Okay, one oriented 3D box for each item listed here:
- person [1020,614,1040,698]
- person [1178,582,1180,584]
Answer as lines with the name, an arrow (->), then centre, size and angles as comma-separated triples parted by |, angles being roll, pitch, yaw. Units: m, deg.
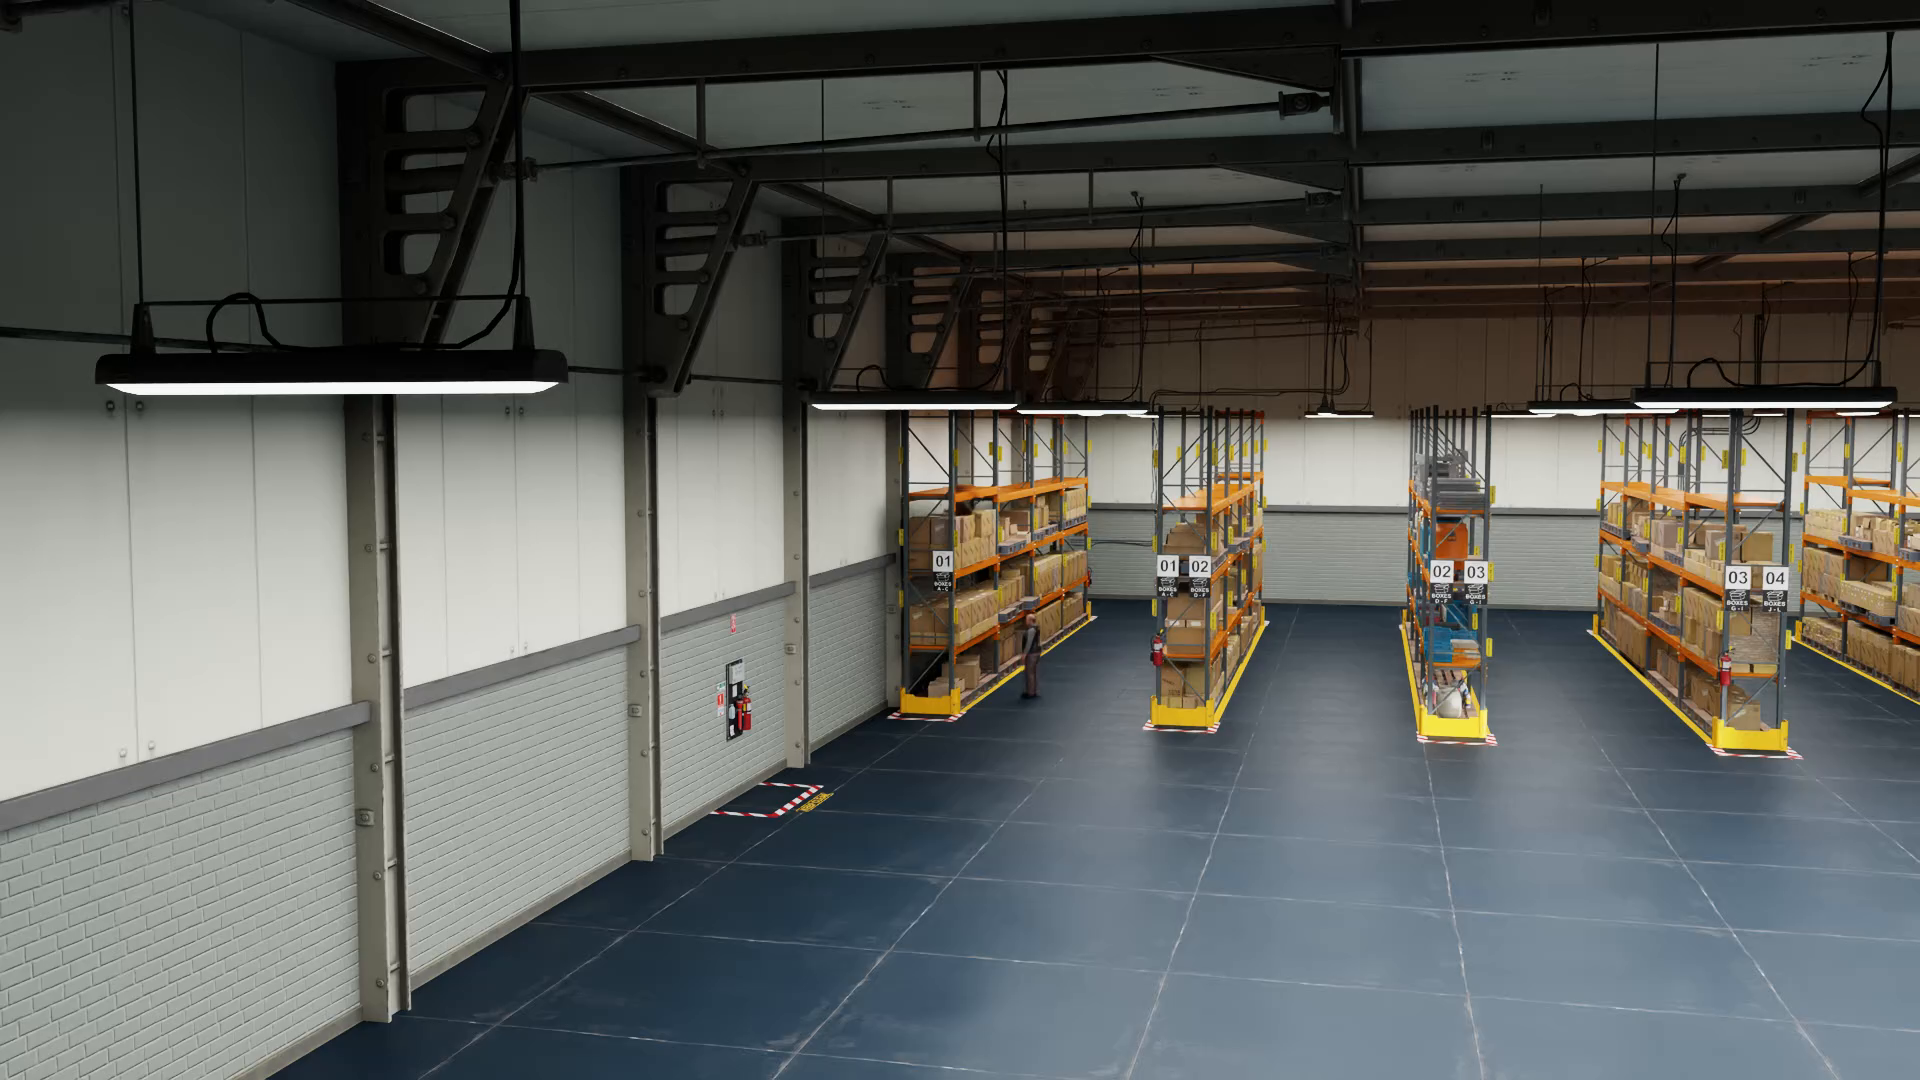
person -> 1.448, 2.389, 34.387 | 0.405, 1.735, 0.543 | 1, 4, 16
person -> 6.506, 1.335, 49.770 | 0.527, 1.658, 0.422 | -1, 4, -11
